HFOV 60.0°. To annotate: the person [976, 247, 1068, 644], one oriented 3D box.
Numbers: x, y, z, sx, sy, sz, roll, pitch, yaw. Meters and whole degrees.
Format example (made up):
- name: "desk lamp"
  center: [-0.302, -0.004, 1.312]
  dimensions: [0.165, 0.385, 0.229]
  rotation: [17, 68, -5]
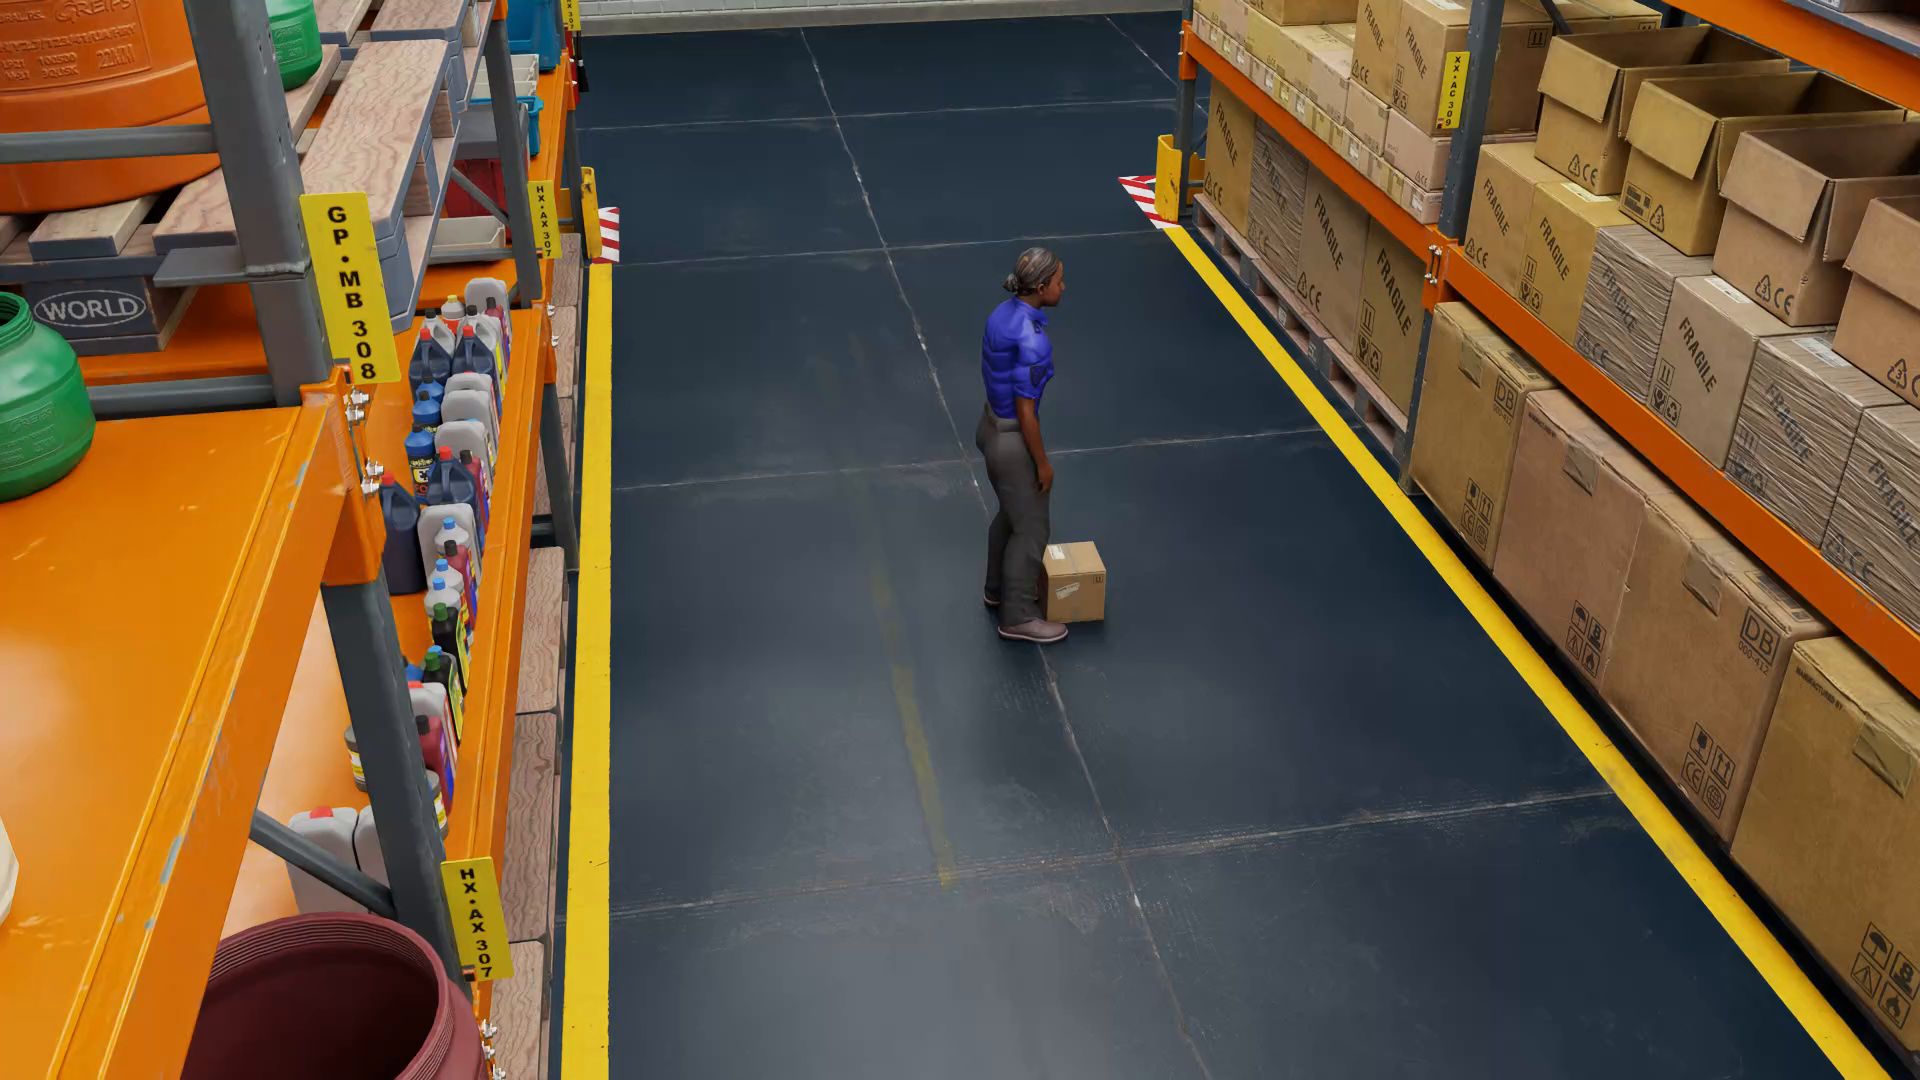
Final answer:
- name: "person"
  center: [0.252, -0.393, 6.794]
  dimensions: [0.346, 1.656, 0.529]
  rotation: [-7, 32, -11]
